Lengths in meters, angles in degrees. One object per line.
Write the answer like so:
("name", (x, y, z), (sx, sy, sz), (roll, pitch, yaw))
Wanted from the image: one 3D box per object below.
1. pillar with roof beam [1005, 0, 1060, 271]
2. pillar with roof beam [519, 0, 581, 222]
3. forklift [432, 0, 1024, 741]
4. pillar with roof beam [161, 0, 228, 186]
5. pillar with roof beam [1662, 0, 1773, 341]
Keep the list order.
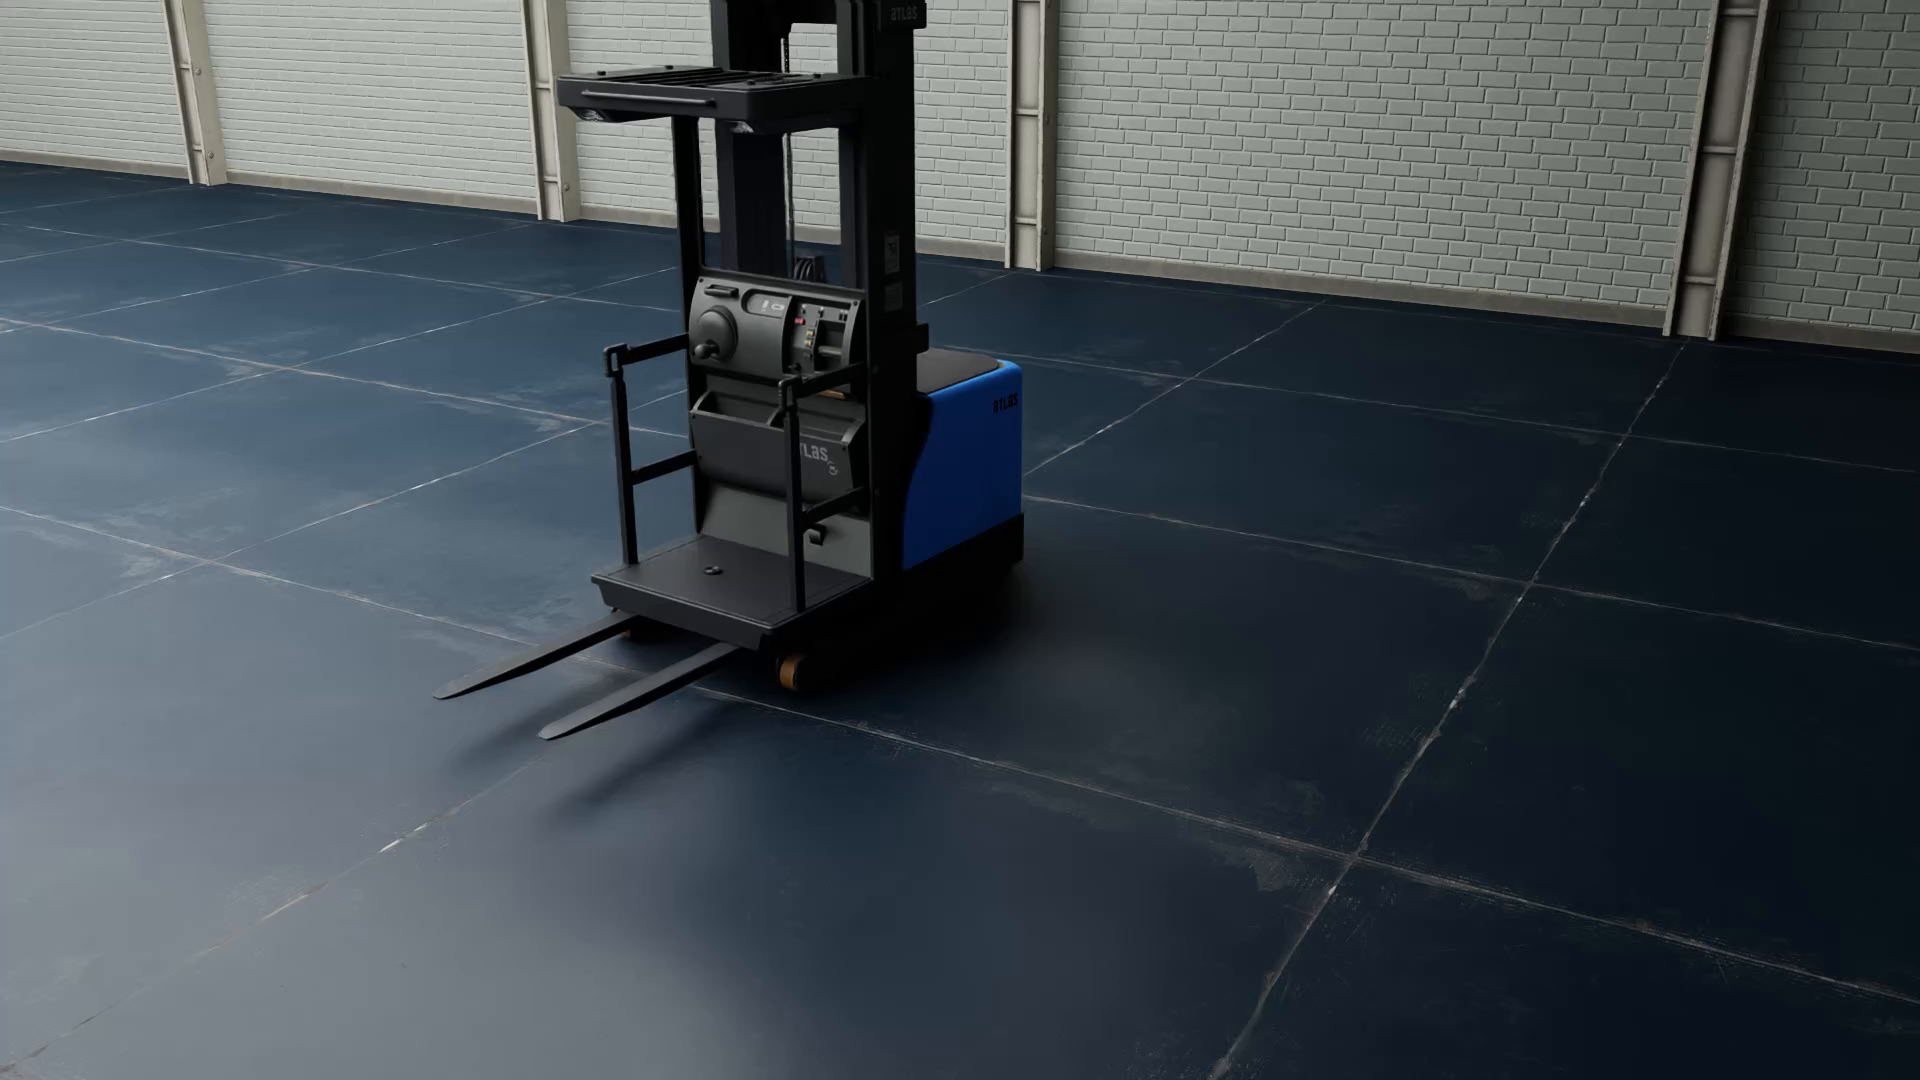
("pillar with roof beam", (-1.419, -5.613, 11.141), (0.400, 9.000, 9.100), (11, 23, 27))
("pillar with roof beam", (-6.658, -6.610, 13.892), (0.400, 9.000, 9.100), (11, 23, 27))
("forklift", (-0.935, -0.915, 7.090), (1.130, 2.935, 3.031), (13, 24, 33))
("pillar with roof beam", (-11.896, -7.608, 16.643), (0.400, 9.000, 9.100), (11, 23, 27))
("pillar with roof beam", (3.819, -4.615, 8.391), (0.400, 9.000, 9.100), (11, 23, 27))
